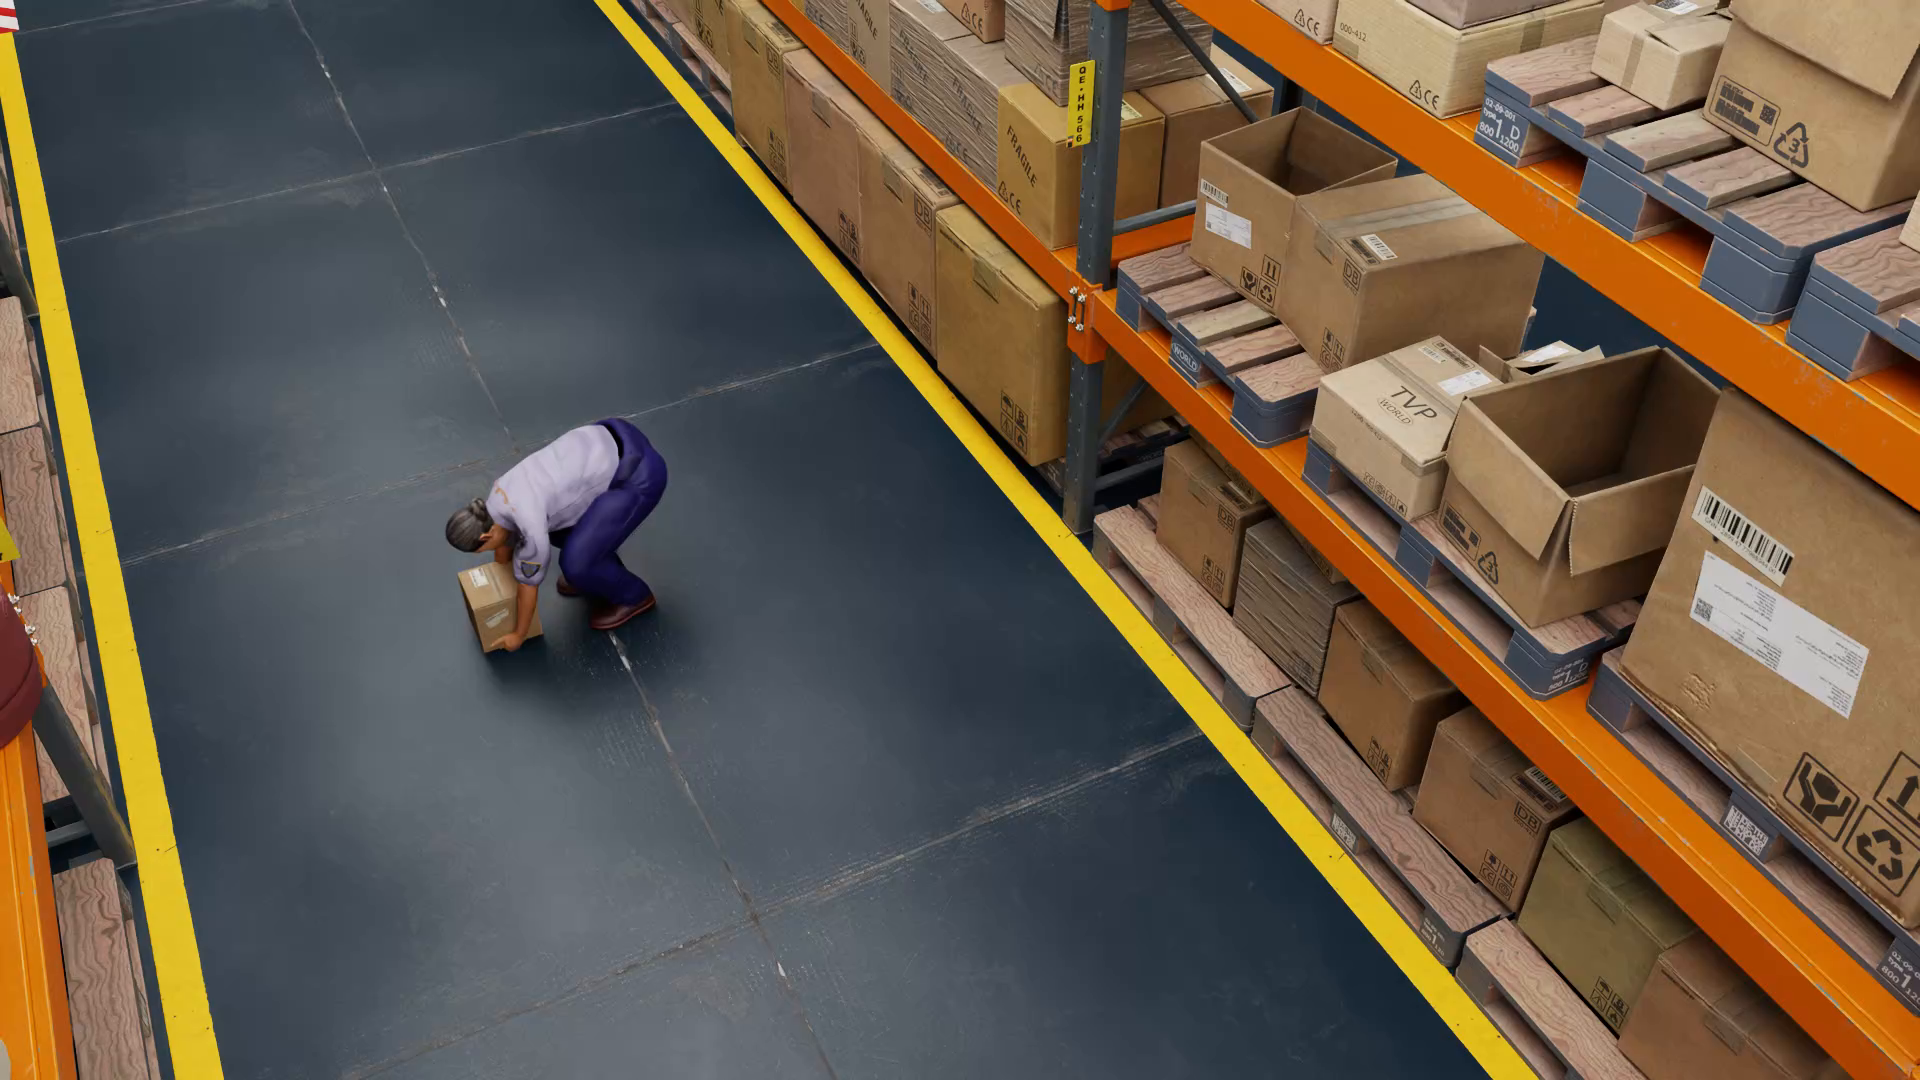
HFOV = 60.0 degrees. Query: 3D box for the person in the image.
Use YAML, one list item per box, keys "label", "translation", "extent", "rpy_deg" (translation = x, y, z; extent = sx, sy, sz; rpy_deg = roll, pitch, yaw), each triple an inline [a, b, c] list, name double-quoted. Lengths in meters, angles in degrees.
- label: "person"
  translation: [-1.623, -0.019, 6.815]
  extent: [0.900, 0.830, 0.514]
  rpy_deg: [-21, 46, -22]
